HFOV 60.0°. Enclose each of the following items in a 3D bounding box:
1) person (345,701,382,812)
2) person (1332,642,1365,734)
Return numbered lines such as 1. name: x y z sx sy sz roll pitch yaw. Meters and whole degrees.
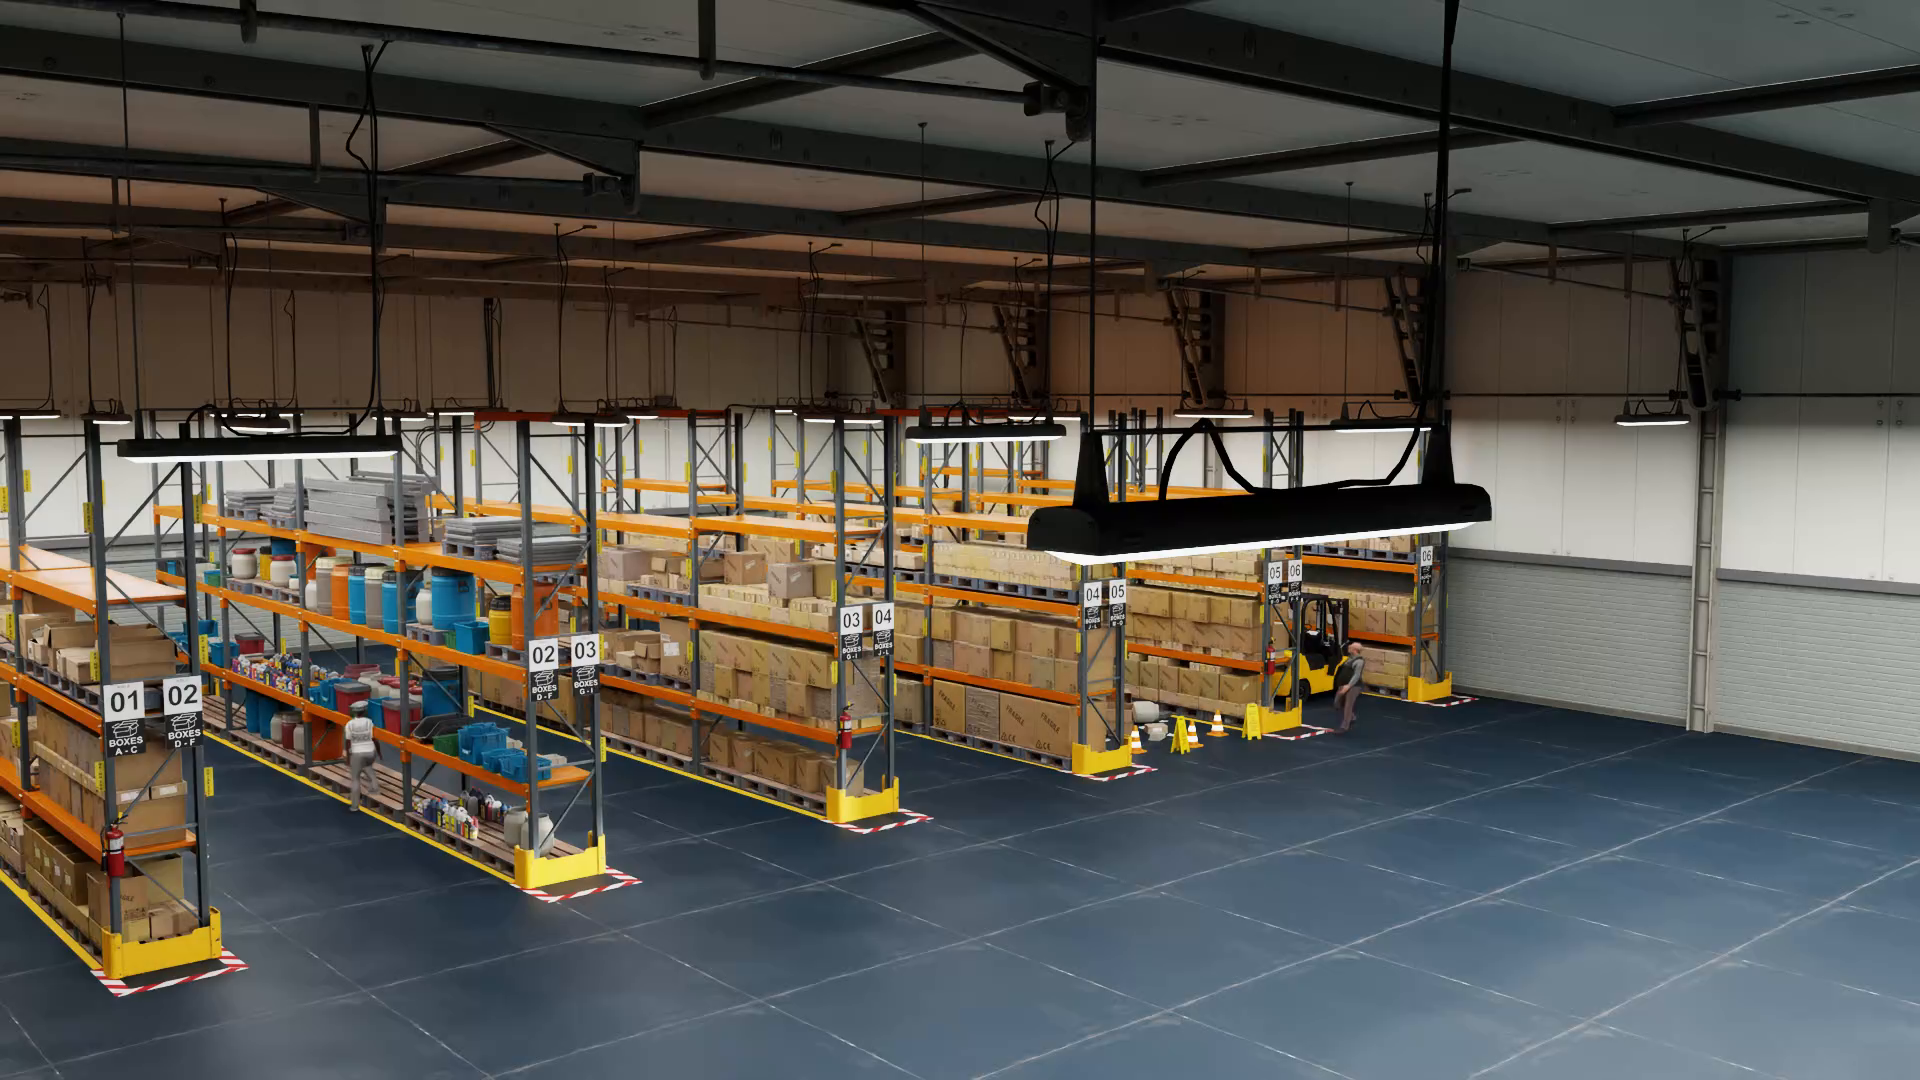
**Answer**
1. person: -9.125 3.270 25.367 0.539 1.660 0.536 -4 6 -38
2. person: 7.208 2.758 30.999 0.623 1.701 0.593 -2 6 -26
